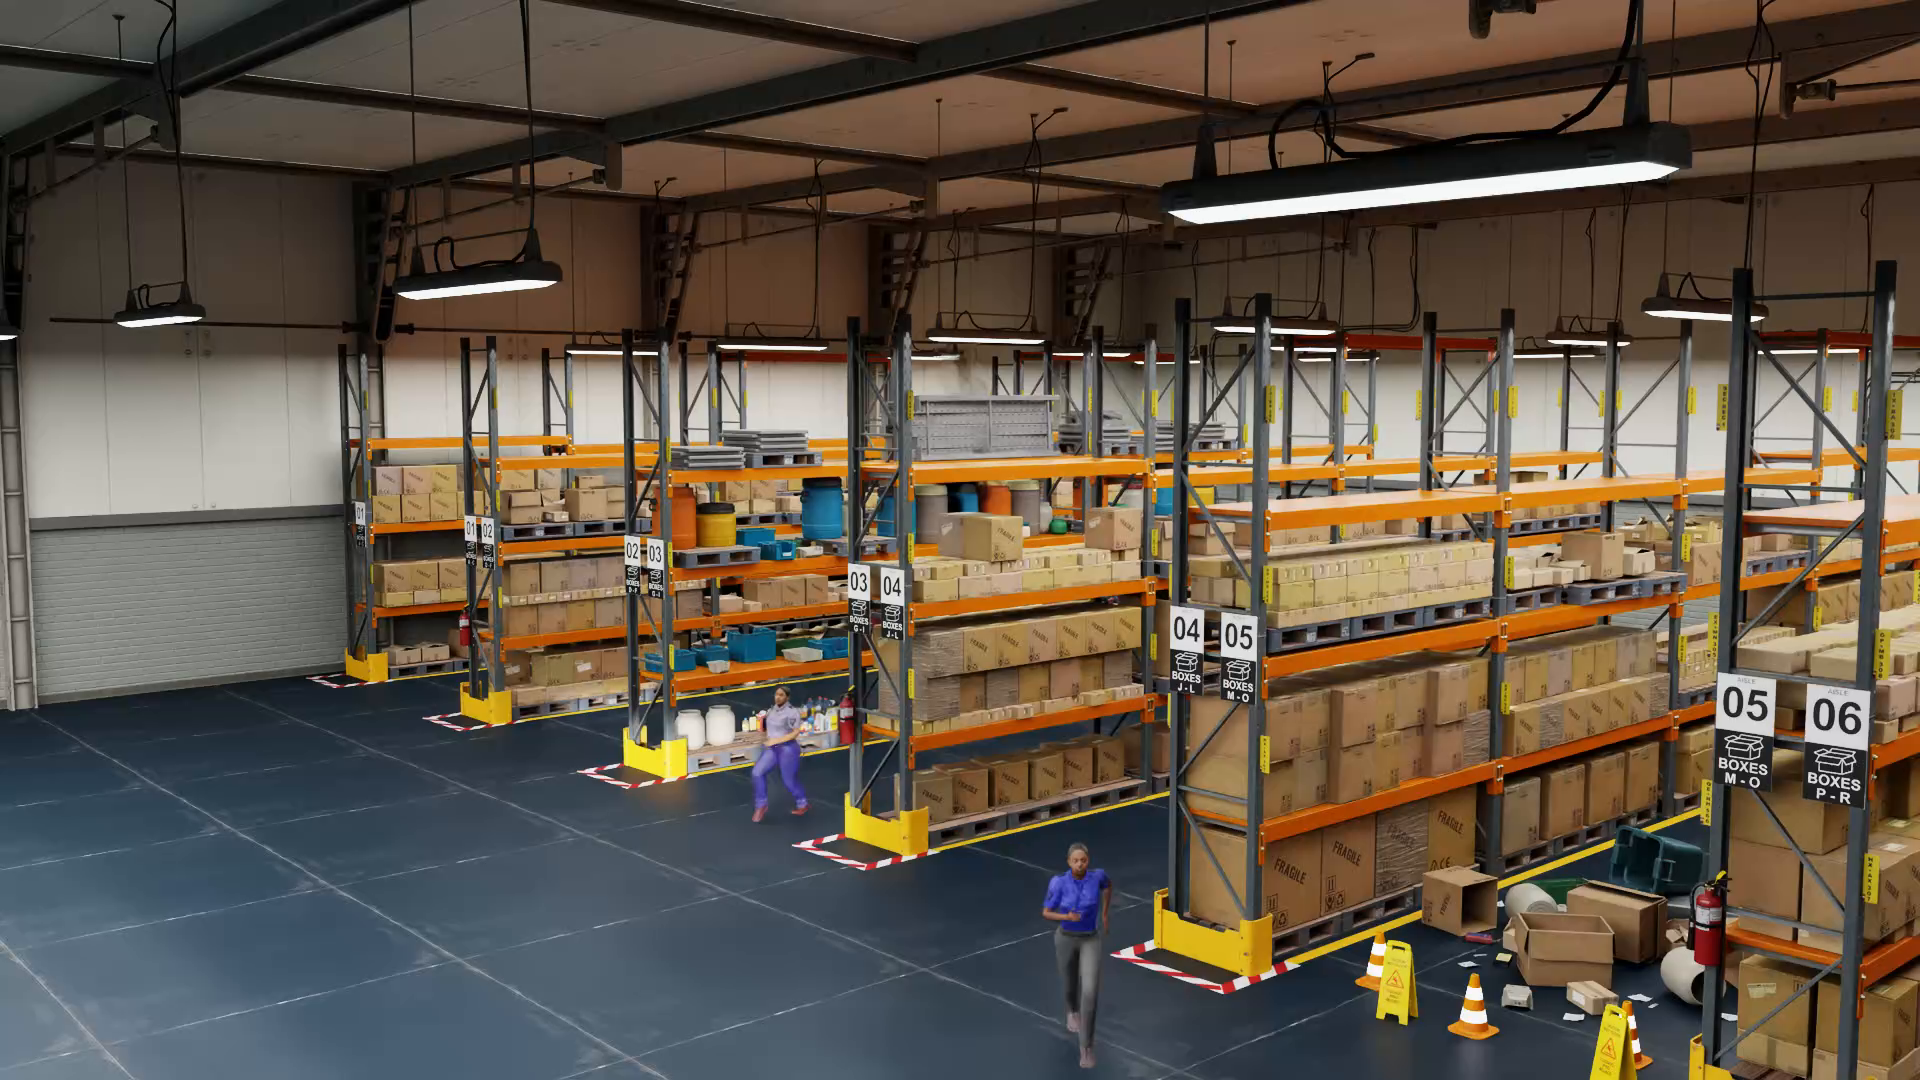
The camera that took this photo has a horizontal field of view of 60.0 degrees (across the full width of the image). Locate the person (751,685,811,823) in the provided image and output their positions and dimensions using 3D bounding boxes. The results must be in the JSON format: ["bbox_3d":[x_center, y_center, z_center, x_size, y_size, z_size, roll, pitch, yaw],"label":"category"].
[{"bbox_3d":[-2.123,2.578,20.017,0.722,1.676,0.609,-5,7,-44],"label":"person"}]

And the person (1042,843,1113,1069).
[{"bbox_3d":[0.922,3.189,13.031,0.562,1.695,0.844,0,5,2],"label":"person"}]
